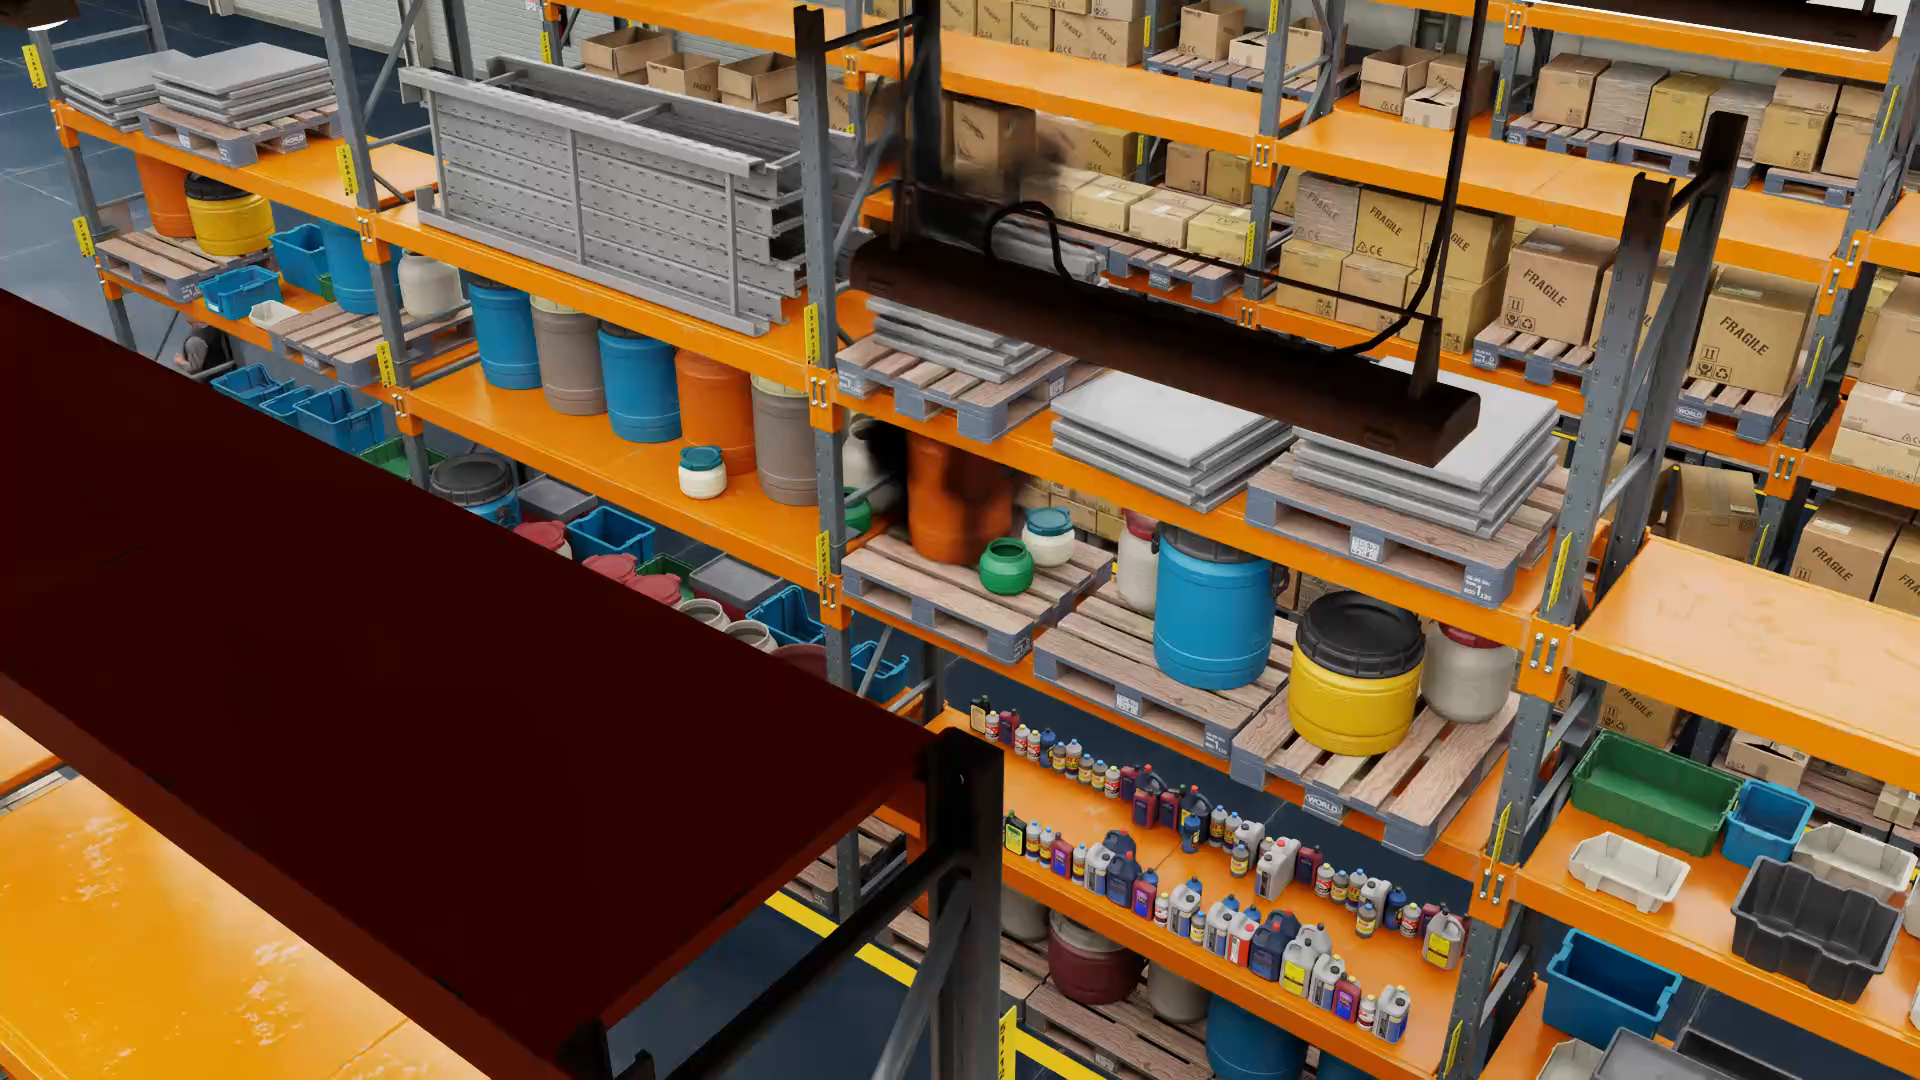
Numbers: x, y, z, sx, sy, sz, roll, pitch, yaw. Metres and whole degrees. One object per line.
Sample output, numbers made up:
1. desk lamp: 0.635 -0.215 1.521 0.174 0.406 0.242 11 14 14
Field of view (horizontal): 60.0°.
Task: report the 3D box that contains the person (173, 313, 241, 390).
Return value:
1. person: -7.295 -1.549 16.168 0.815 1.714 0.648 -4 32 -7
